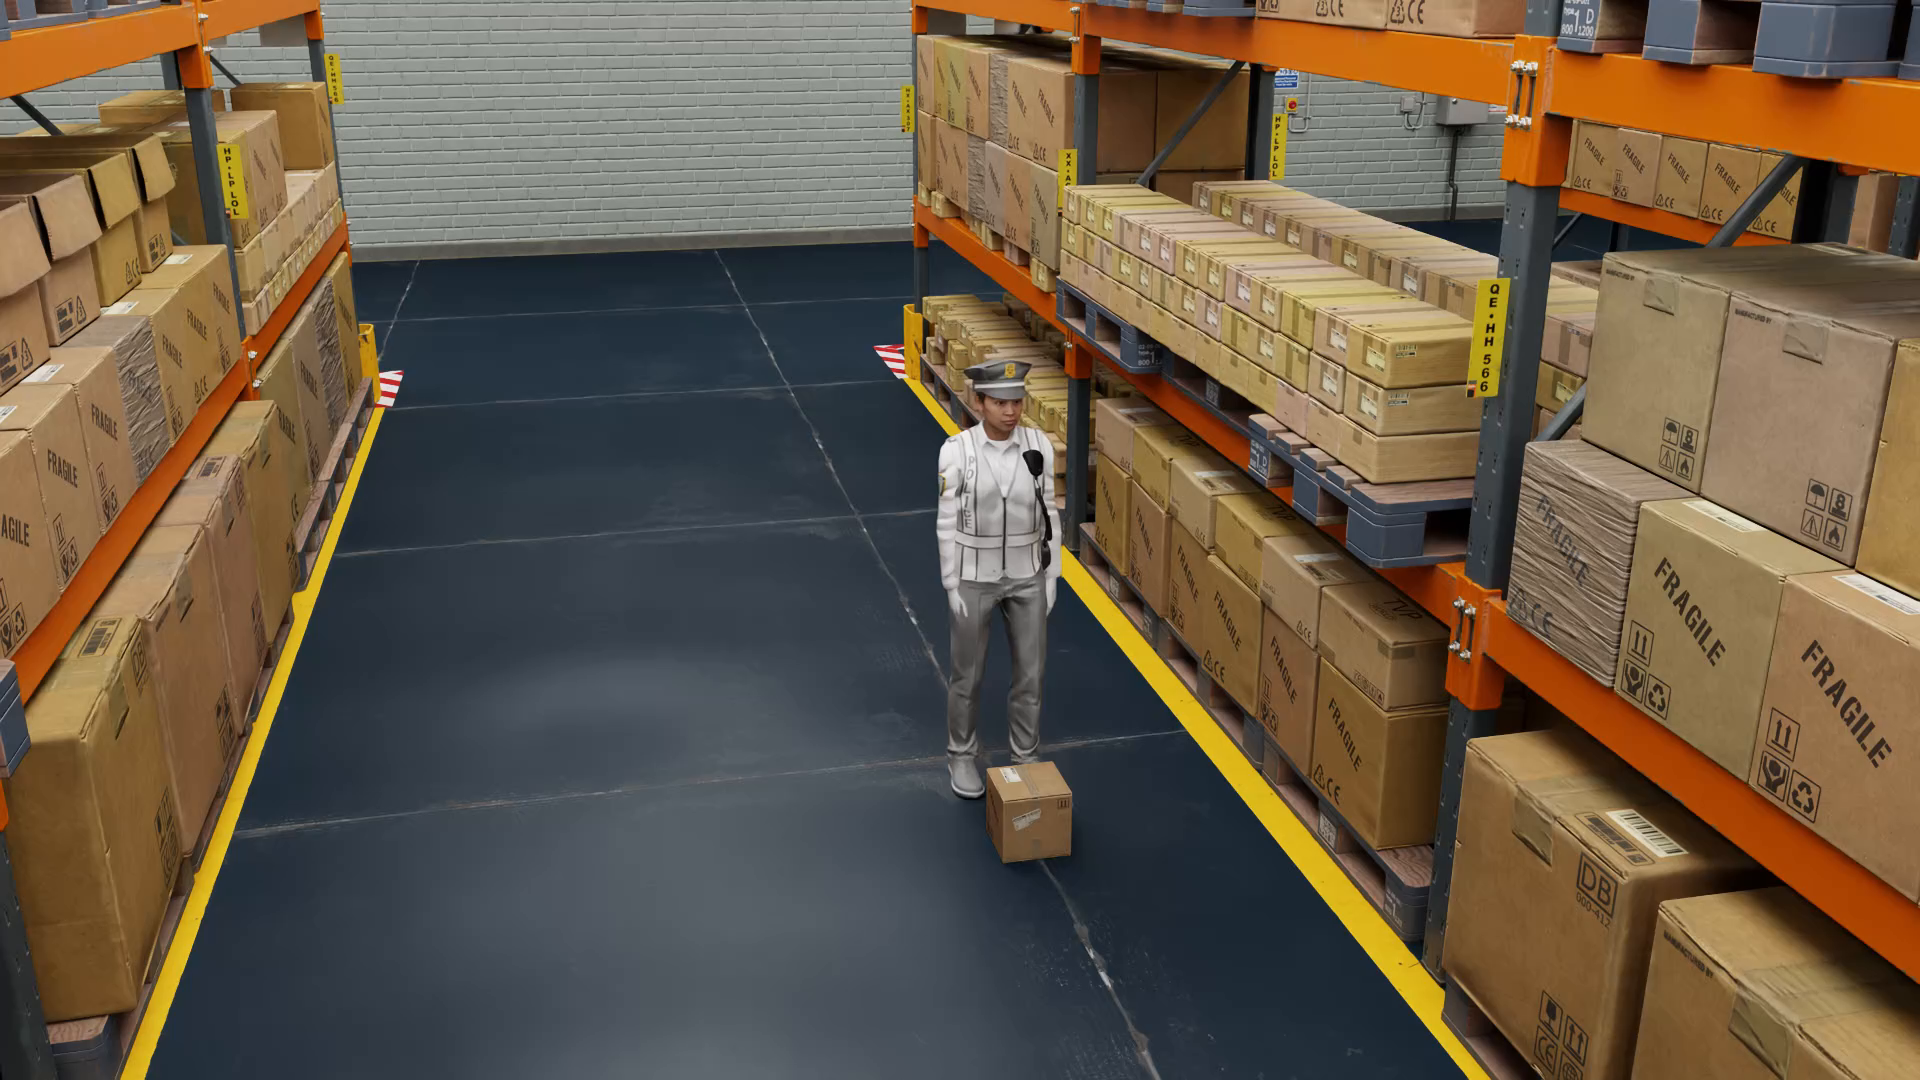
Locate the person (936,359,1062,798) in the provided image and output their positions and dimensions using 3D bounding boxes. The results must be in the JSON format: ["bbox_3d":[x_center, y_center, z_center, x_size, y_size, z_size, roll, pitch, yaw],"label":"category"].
[{"bbox_3d":[0.154,0.149,6.125,0.467,1.681,0.363,-4,20,-12],"label":"person"}]
